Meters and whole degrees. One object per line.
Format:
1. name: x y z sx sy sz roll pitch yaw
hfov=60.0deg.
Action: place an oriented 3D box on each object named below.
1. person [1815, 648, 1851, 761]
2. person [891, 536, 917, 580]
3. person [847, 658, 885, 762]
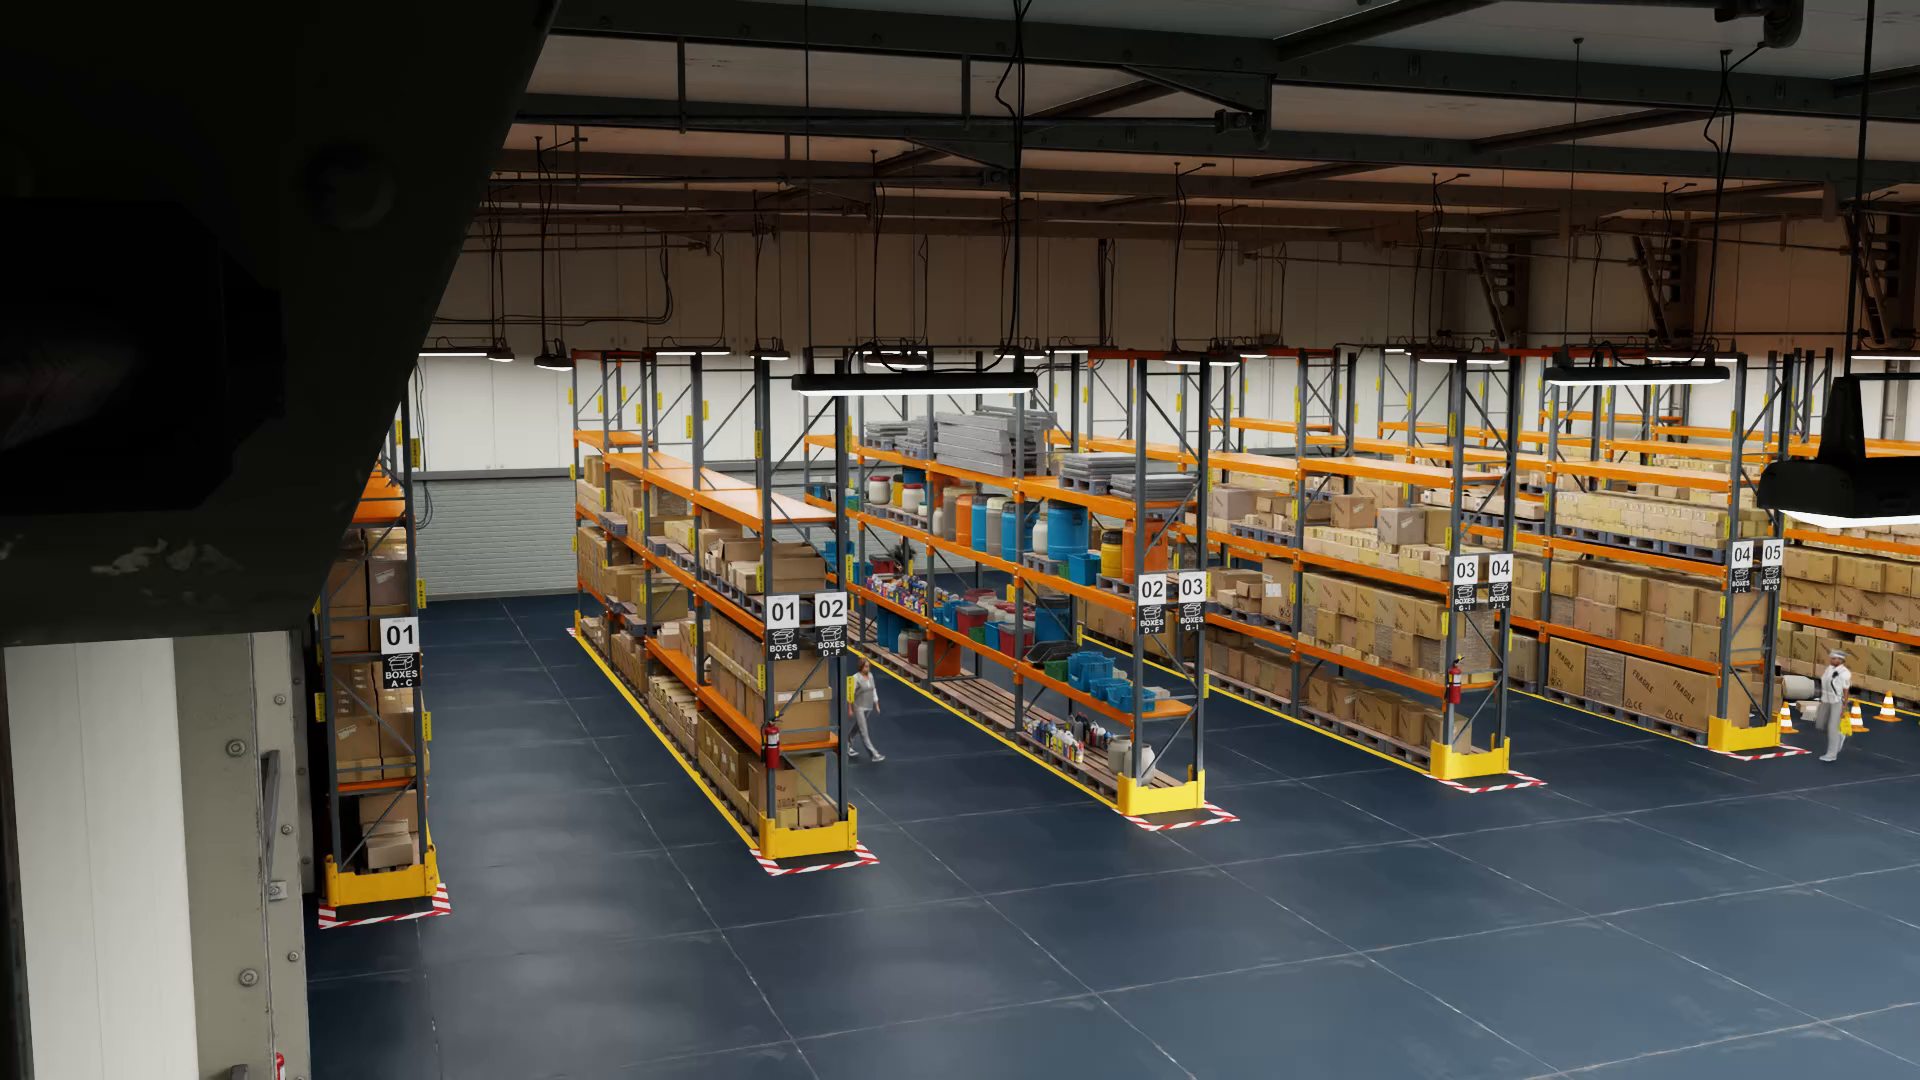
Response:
1. person: 13.014 2.423 24.672 0.619 1.665 0.453 -3 8 -22
2. person: -1.328 0.690 38.901 0.689 1.631 0.718 -2 7 -13
3. person: -1.403 2.495 24.590 1.021 1.533 0.430 5 9 37
